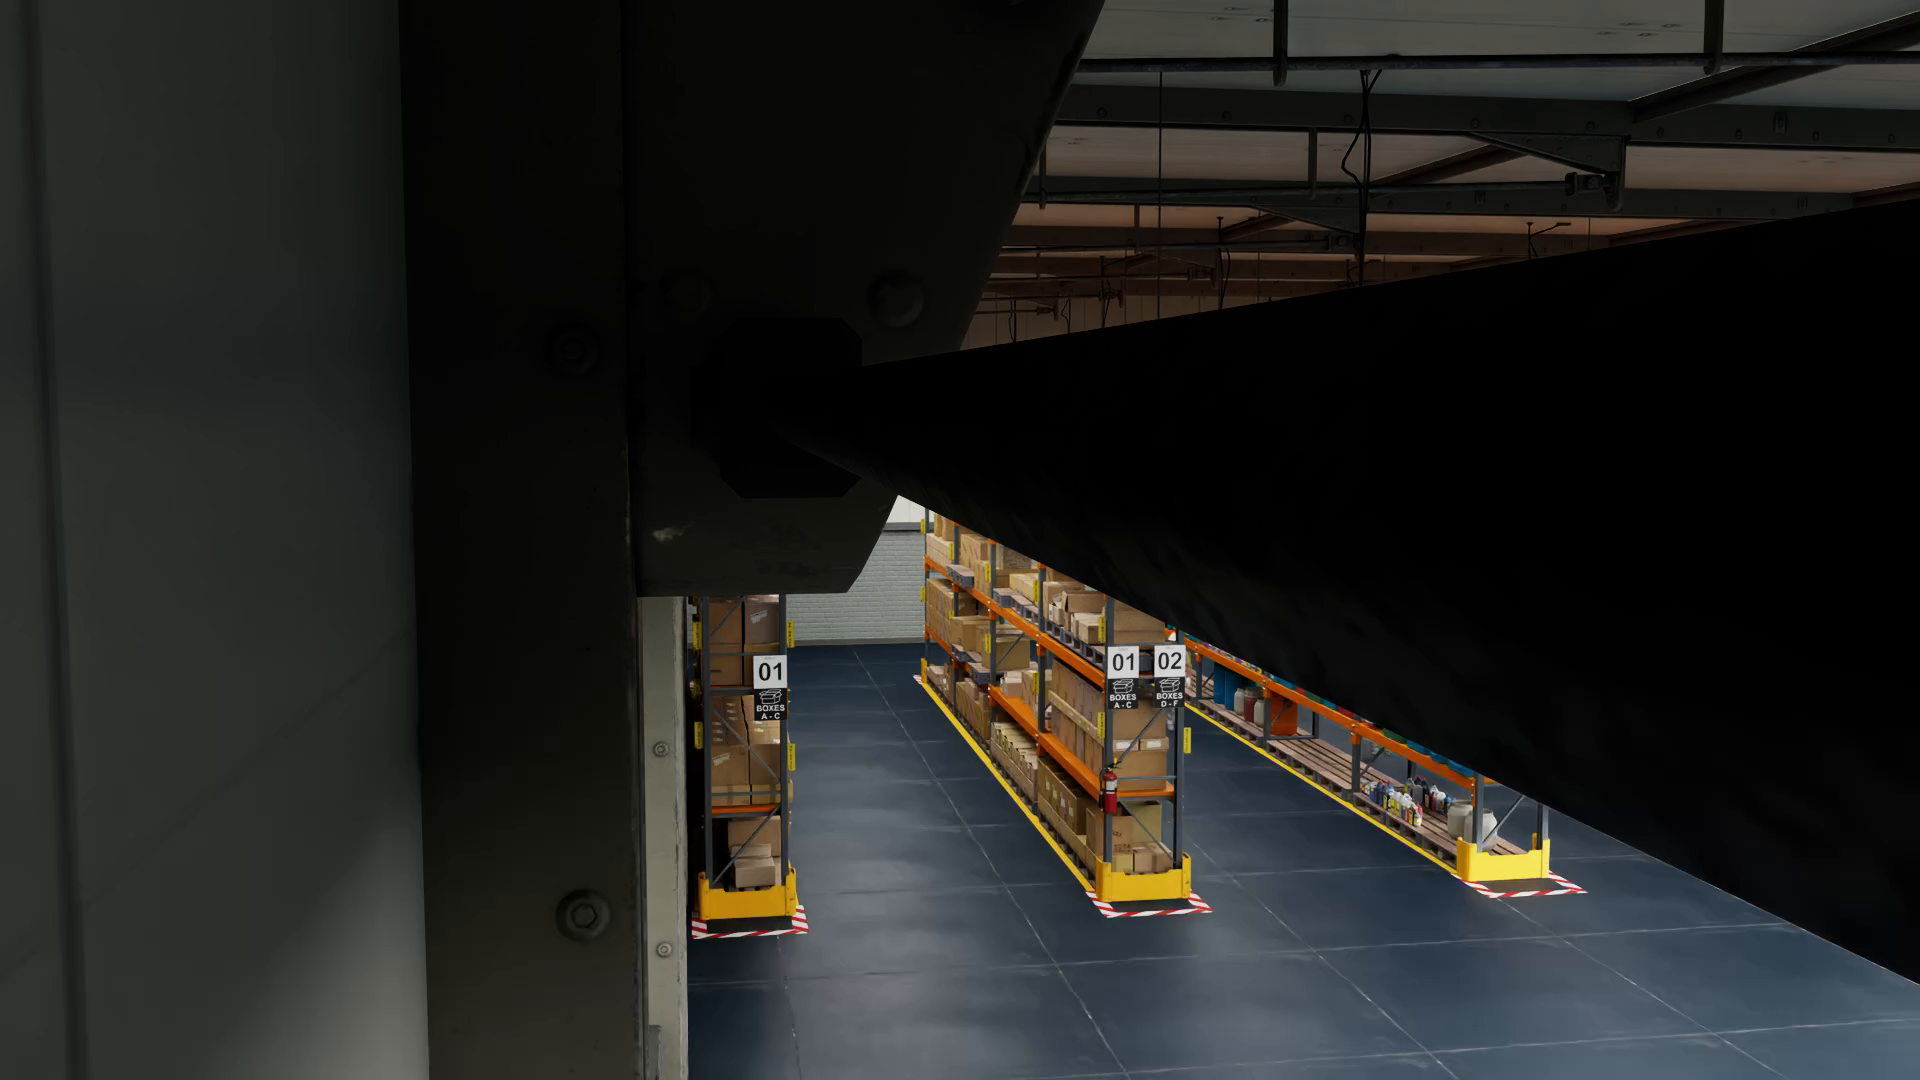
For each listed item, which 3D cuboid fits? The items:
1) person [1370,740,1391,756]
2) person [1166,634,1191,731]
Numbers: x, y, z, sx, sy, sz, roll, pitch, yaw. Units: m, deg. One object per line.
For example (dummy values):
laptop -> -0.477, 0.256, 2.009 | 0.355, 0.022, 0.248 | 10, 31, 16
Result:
person -> 7.324, 2.950, 29.178 | 0.534, 1.705, 0.405 | 2, 6, 26
person -> 4.060, 2.683, 31.522 | 0.631, 1.822, 0.593 | 0, 5, 4
